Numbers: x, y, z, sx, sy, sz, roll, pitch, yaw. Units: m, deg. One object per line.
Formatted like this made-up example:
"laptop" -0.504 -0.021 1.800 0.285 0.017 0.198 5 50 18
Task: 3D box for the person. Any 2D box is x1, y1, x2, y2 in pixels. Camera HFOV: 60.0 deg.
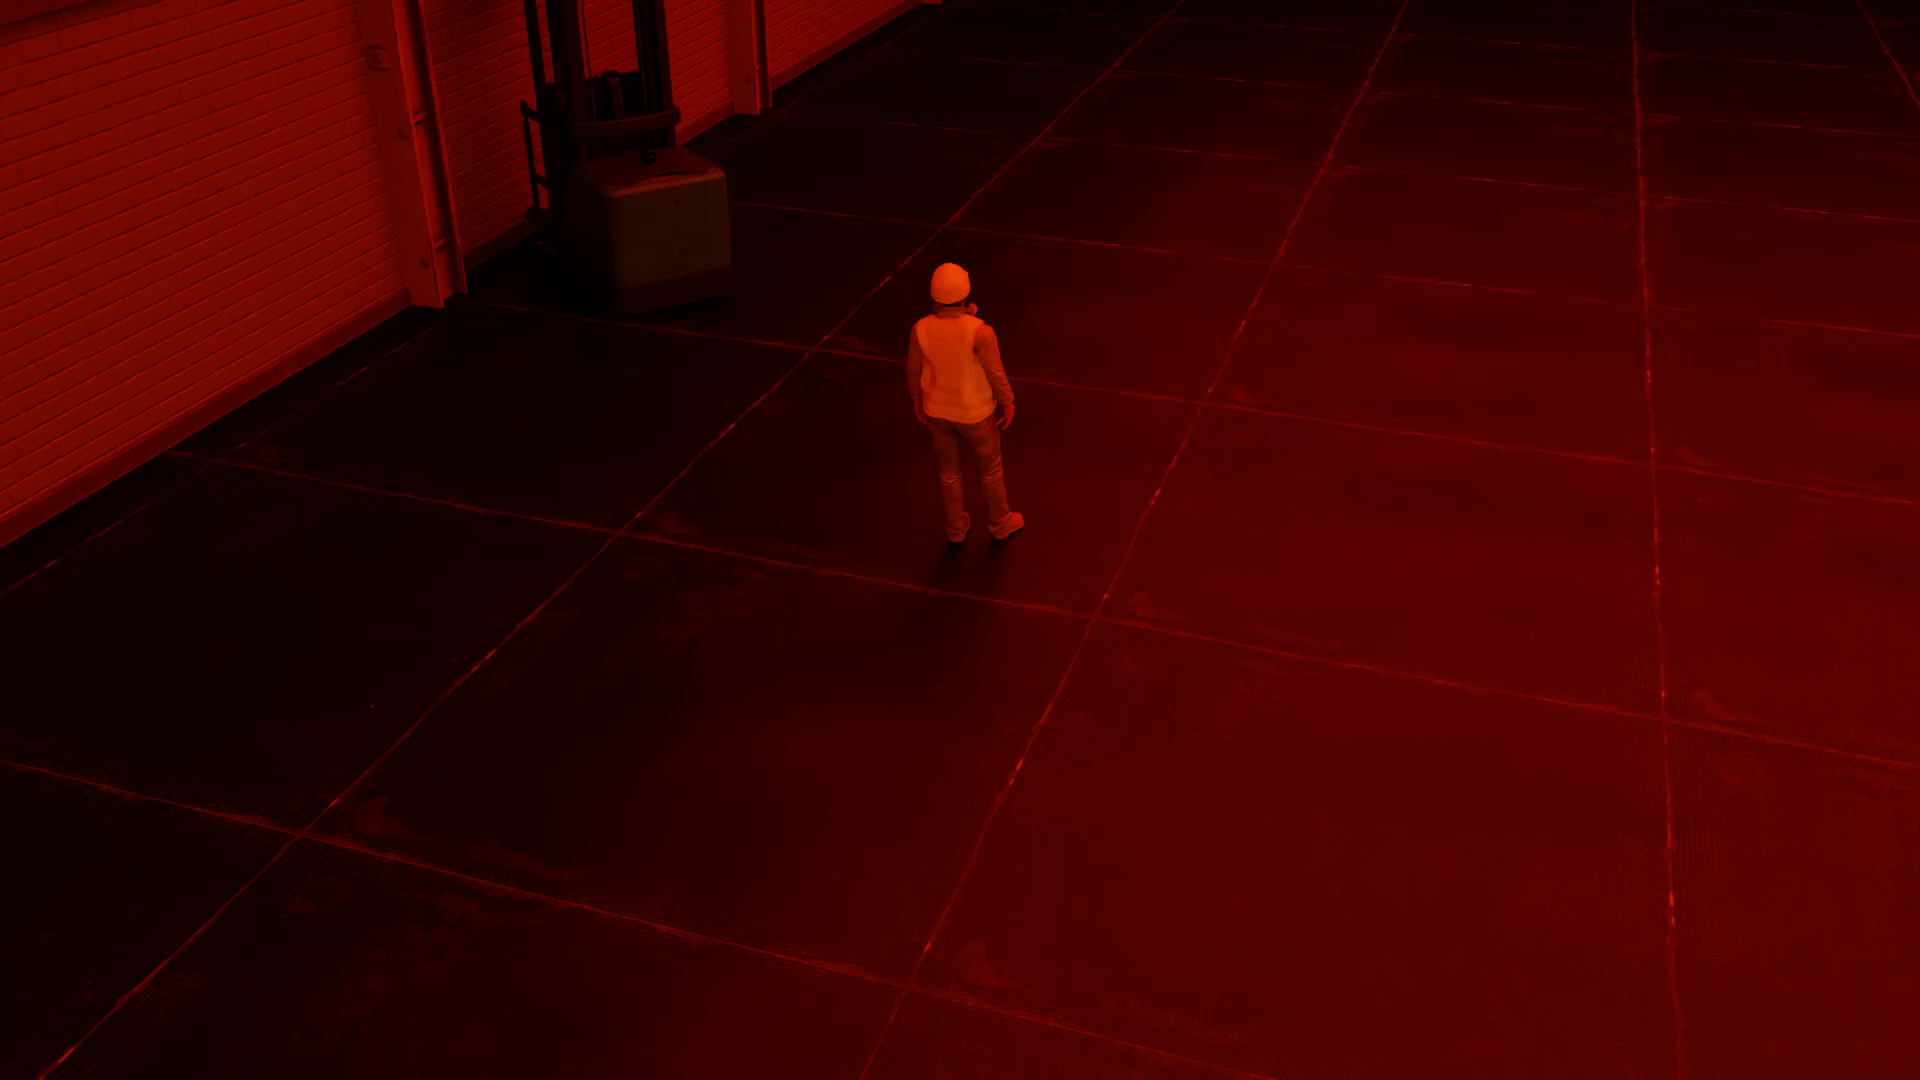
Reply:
"person" 0.027 -0.806 9.703 0.634 1.775 0.566 10 31 16

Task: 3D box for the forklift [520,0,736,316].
"forklift" -3.030 -3.716 13.656 1.130 2.935 3.031 -17 34 -28
